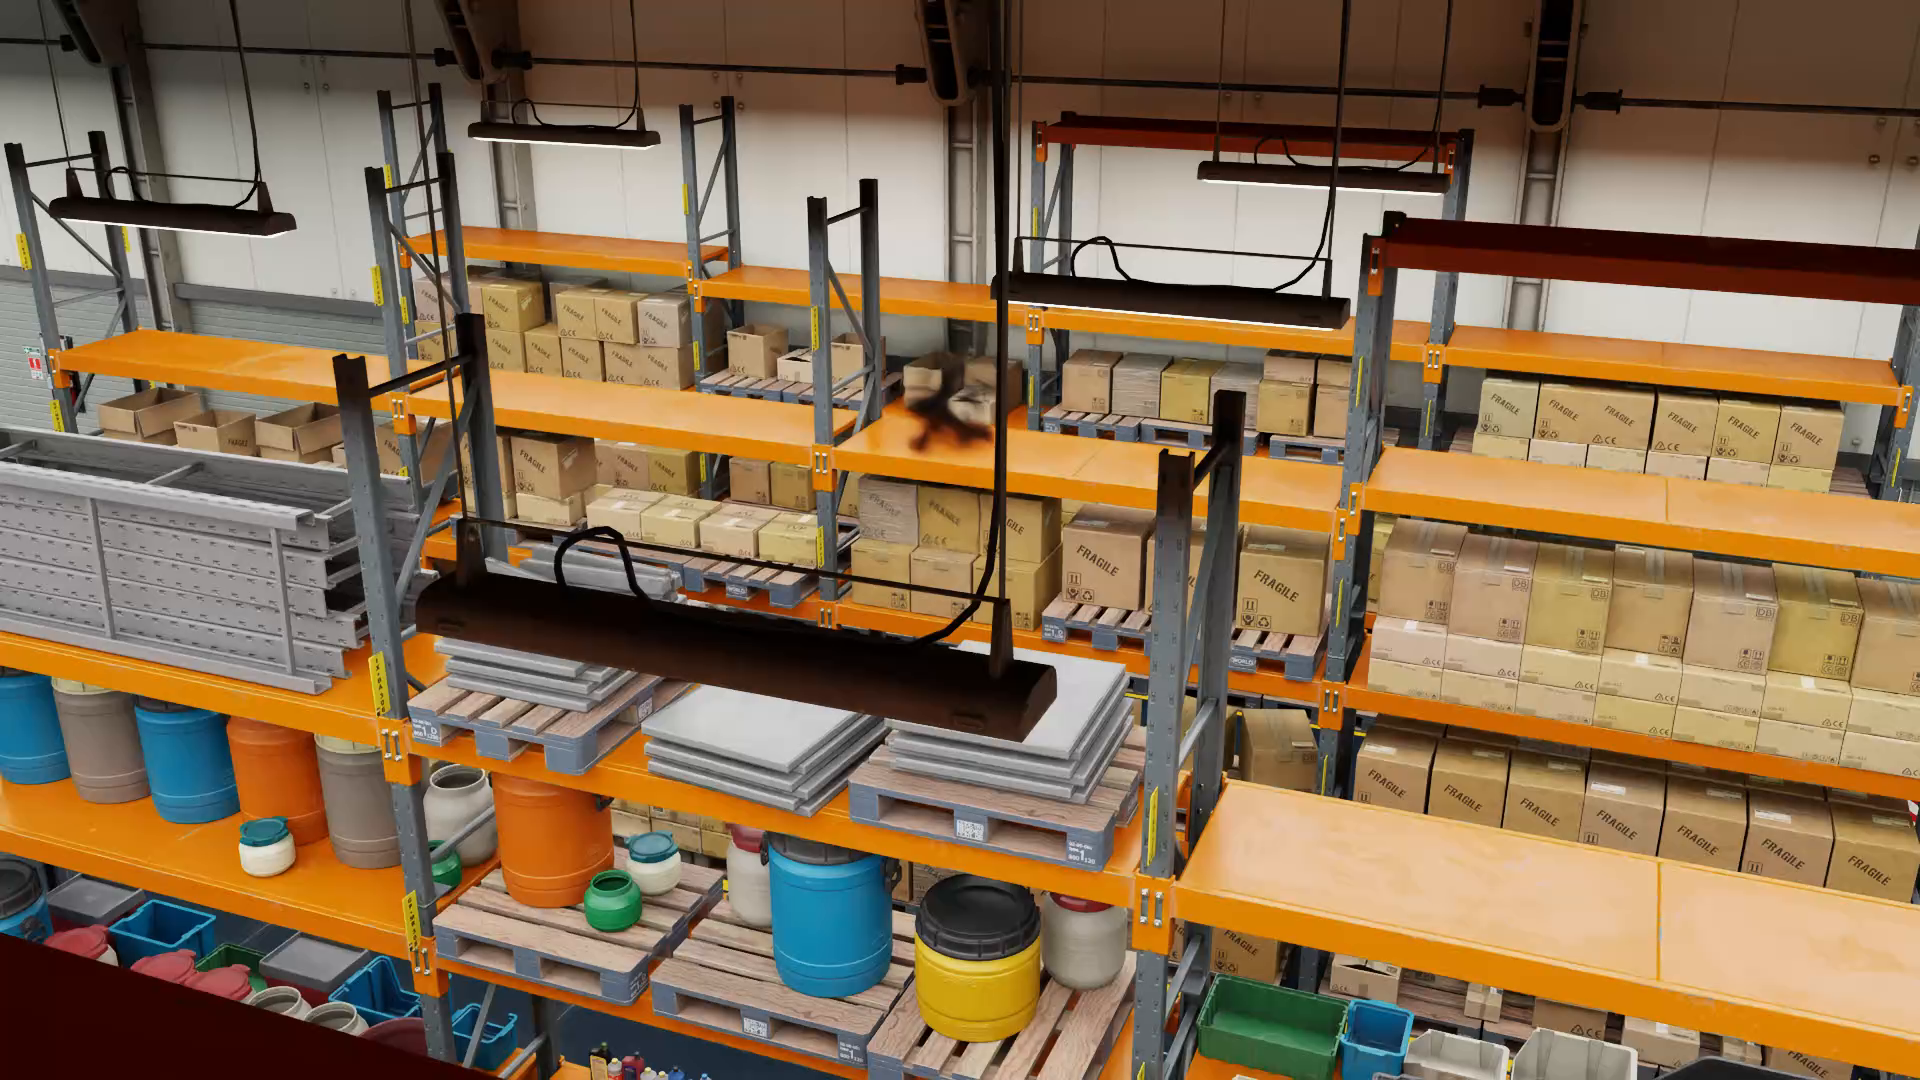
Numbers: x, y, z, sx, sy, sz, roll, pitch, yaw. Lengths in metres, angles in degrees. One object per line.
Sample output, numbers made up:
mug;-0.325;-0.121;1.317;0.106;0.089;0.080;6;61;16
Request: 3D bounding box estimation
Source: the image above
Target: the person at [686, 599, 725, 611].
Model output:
person;-2.713;1.110;17.126;0.790;1.751;0.585;6;22;16
